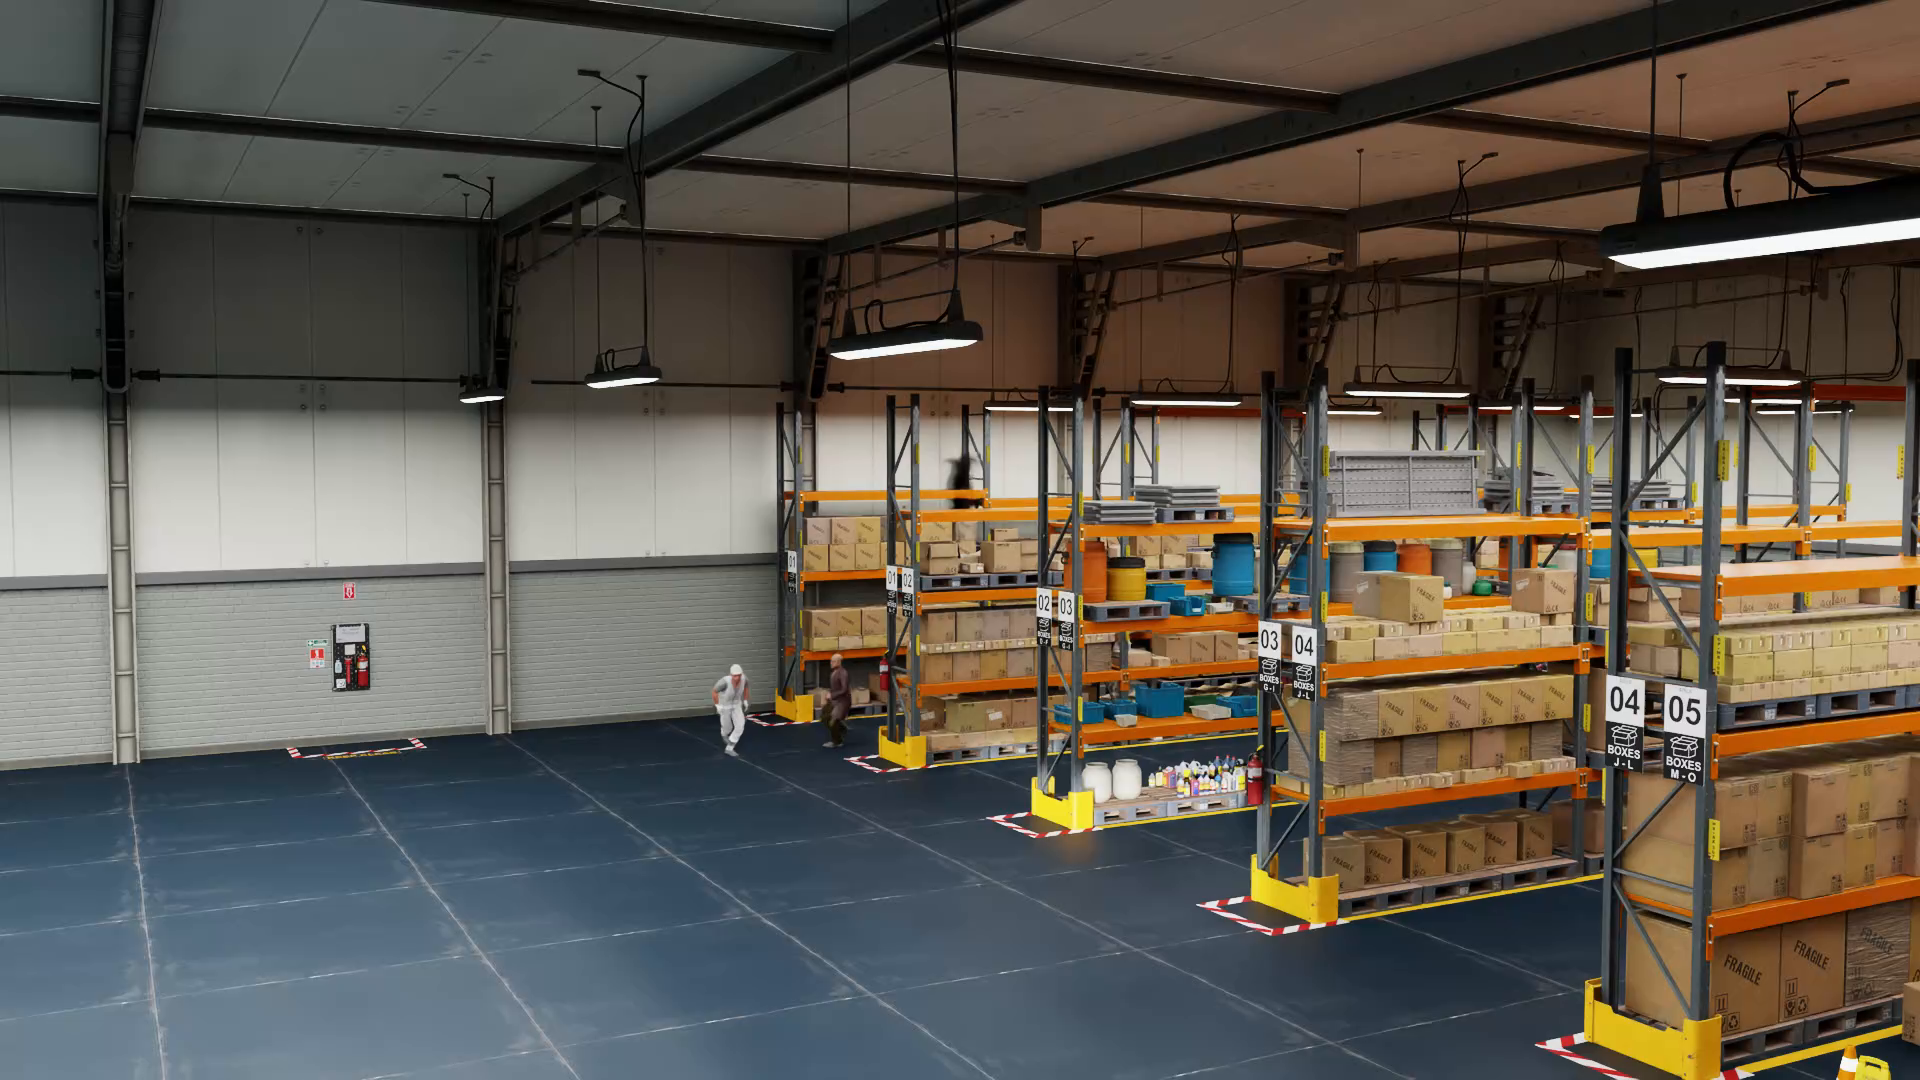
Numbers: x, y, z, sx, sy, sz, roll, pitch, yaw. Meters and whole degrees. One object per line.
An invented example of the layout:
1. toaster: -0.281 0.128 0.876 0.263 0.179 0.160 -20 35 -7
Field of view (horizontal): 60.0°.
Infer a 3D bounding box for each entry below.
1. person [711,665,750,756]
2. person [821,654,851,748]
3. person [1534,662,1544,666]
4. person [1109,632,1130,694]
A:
1. person: -3.856 2.822 27.797 0.666 1.572 1.085 -2 4 -26
2. person: -2.046 2.735 28.339 0.650 1.644 0.835 -2 4 -38
3. person: 10.508 2.705 29.395 1.107 1.532 0.704 -1 3 -11
4. person: 3.163 2.477 32.159 0.545 1.711 0.807 -1 3 -10
